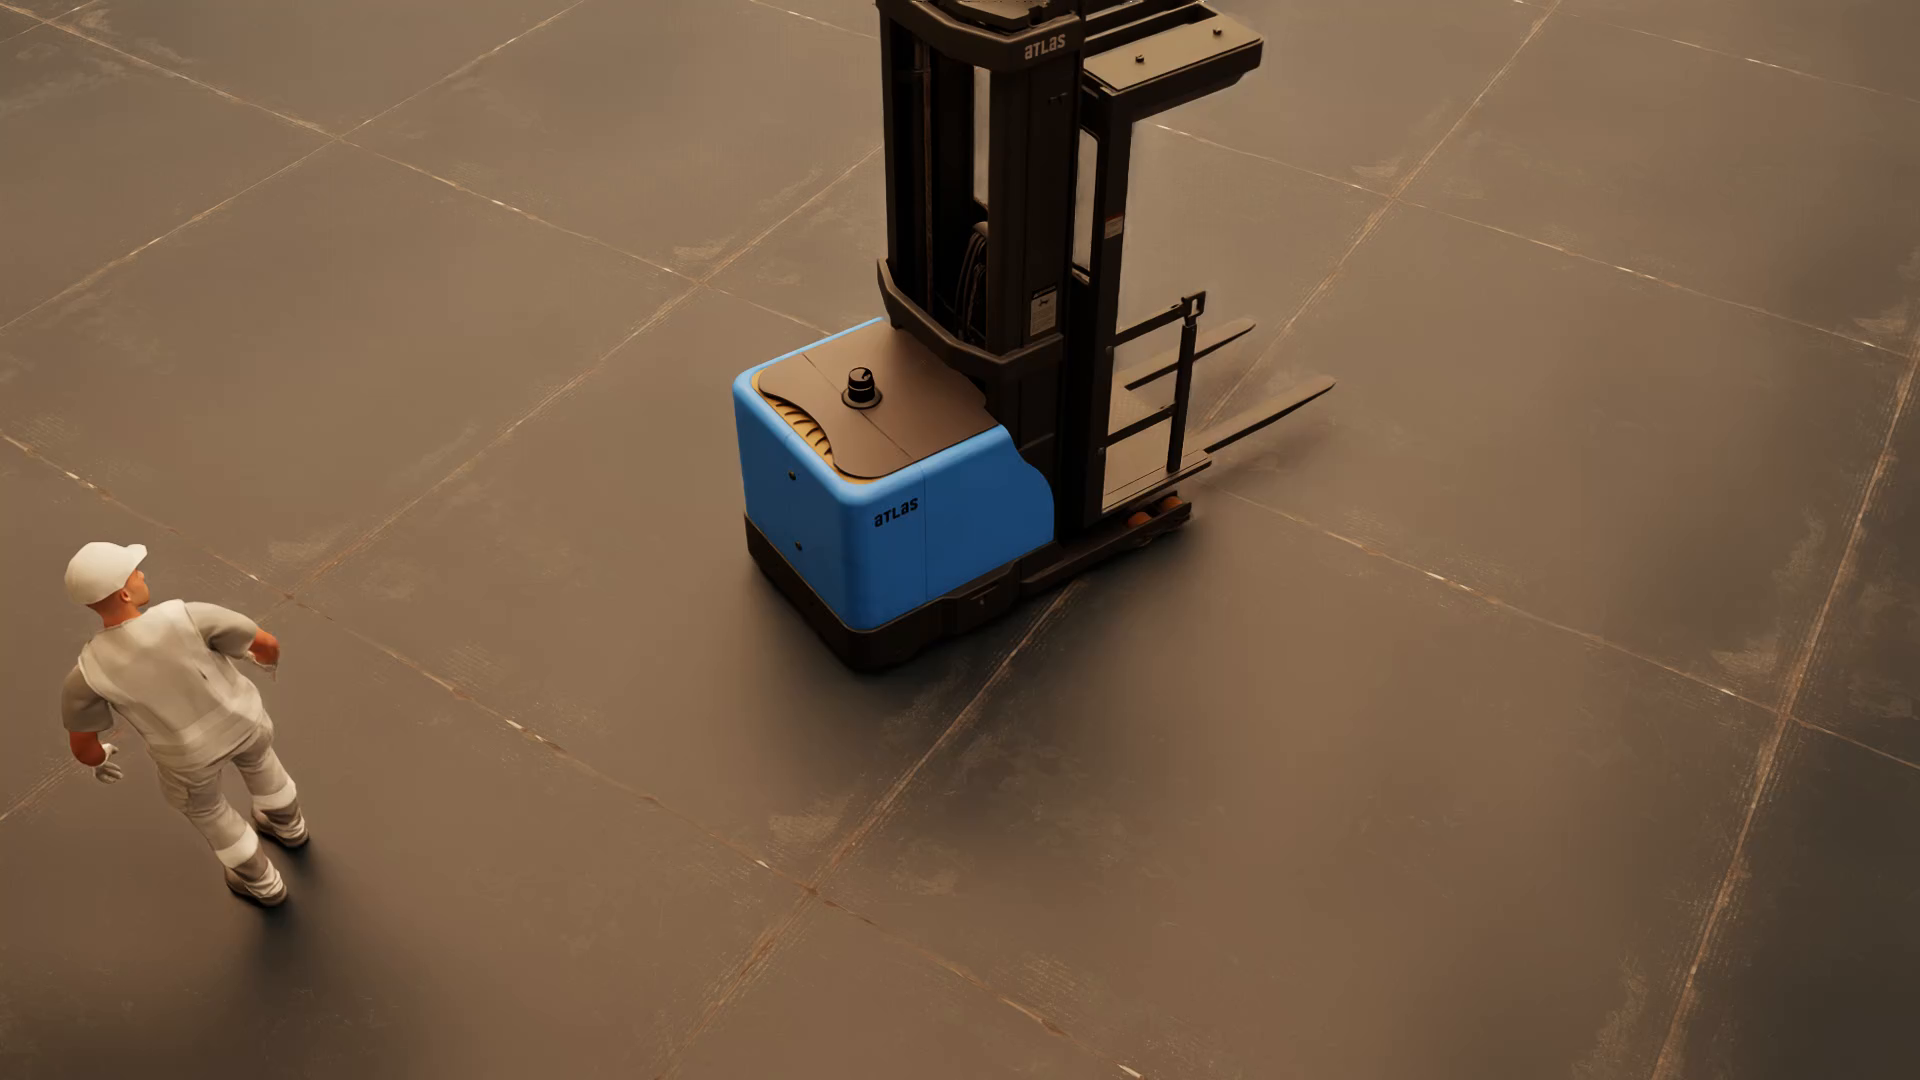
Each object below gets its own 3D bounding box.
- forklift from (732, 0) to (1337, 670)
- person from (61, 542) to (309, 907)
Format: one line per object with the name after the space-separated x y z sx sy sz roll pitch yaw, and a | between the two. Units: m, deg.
0.500 -1.305 7.224 3.031 2.935 1.130 -26 49 -25 | forklift
-2.792 0.659 6.008 0.505 1.757 0.749 34 53 30 | person
